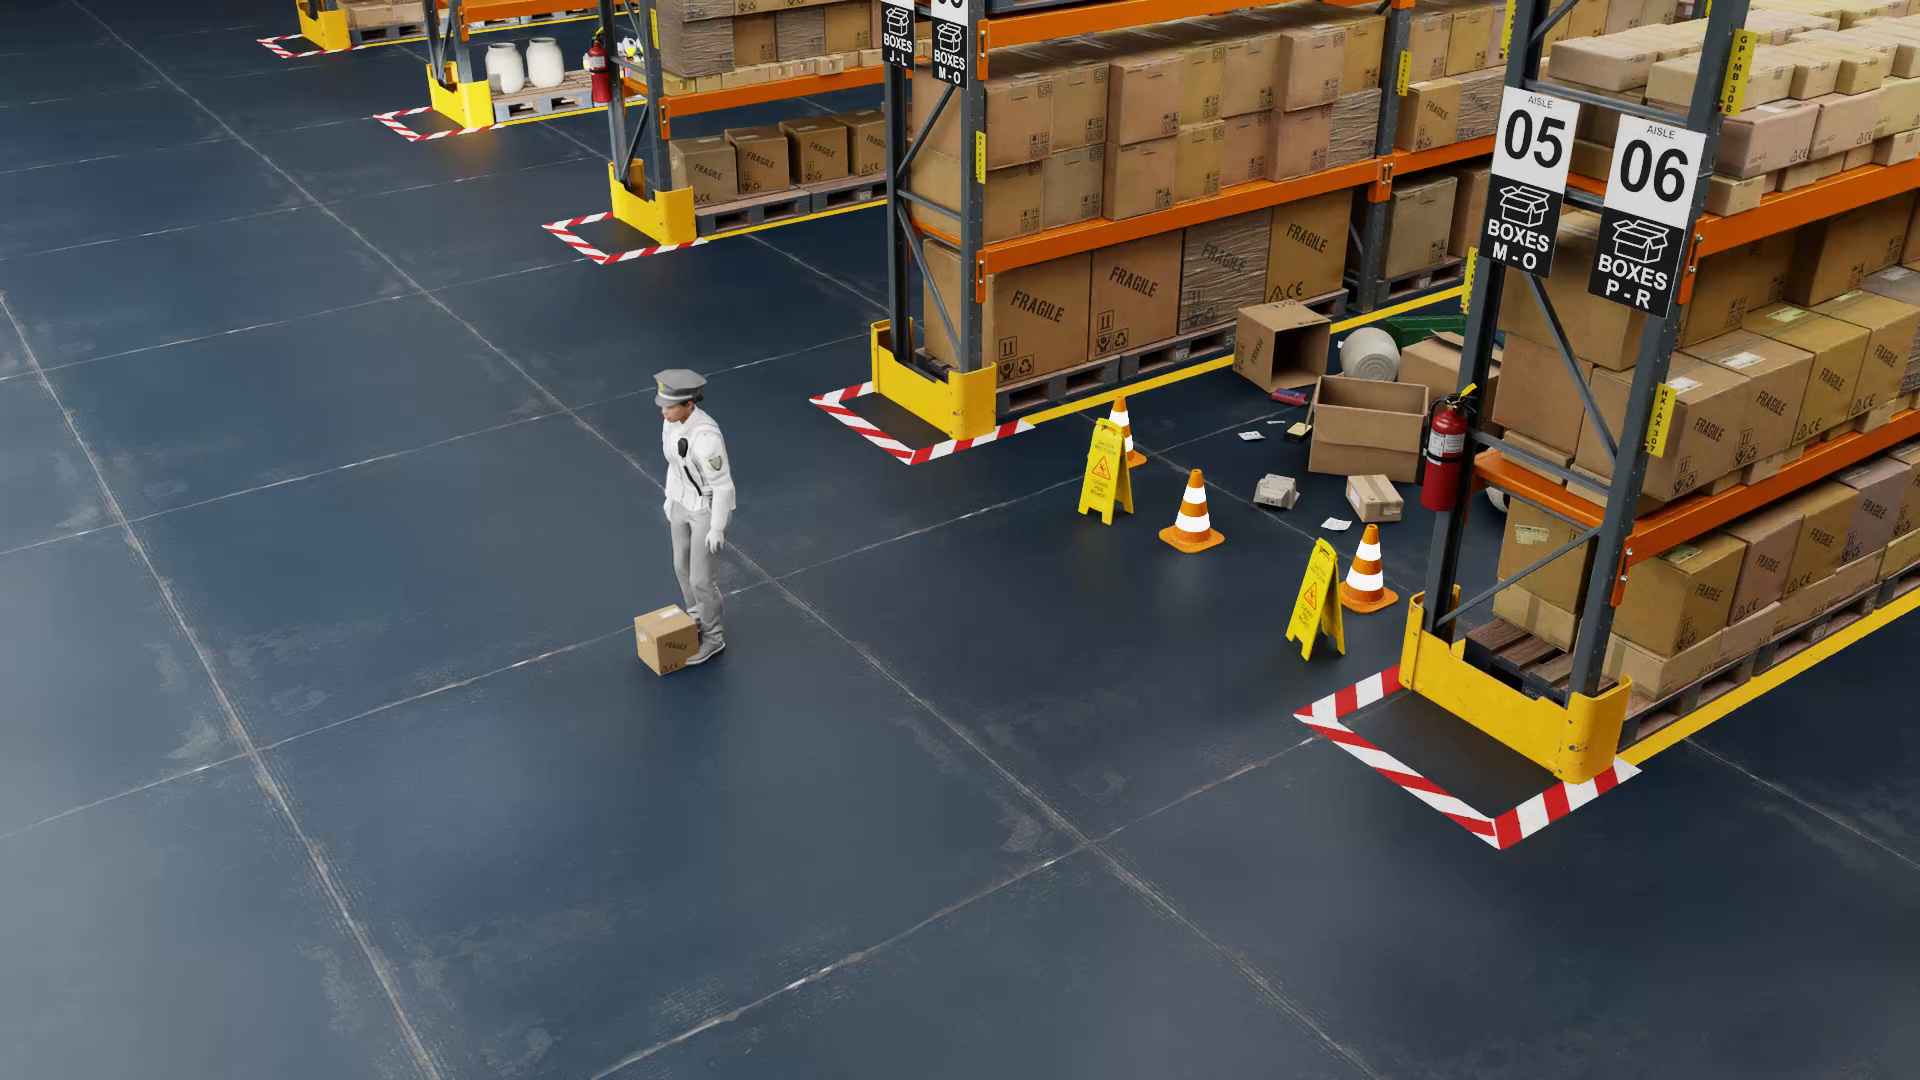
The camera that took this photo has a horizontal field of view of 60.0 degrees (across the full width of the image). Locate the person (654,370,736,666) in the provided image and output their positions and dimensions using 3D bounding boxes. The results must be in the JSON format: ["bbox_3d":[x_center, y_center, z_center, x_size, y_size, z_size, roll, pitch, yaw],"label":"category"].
[{"bbox_3d":[-1.420,-0.135,8.868,0.415,1.661,0.541,-21,35,-33],"label":"person"}]
